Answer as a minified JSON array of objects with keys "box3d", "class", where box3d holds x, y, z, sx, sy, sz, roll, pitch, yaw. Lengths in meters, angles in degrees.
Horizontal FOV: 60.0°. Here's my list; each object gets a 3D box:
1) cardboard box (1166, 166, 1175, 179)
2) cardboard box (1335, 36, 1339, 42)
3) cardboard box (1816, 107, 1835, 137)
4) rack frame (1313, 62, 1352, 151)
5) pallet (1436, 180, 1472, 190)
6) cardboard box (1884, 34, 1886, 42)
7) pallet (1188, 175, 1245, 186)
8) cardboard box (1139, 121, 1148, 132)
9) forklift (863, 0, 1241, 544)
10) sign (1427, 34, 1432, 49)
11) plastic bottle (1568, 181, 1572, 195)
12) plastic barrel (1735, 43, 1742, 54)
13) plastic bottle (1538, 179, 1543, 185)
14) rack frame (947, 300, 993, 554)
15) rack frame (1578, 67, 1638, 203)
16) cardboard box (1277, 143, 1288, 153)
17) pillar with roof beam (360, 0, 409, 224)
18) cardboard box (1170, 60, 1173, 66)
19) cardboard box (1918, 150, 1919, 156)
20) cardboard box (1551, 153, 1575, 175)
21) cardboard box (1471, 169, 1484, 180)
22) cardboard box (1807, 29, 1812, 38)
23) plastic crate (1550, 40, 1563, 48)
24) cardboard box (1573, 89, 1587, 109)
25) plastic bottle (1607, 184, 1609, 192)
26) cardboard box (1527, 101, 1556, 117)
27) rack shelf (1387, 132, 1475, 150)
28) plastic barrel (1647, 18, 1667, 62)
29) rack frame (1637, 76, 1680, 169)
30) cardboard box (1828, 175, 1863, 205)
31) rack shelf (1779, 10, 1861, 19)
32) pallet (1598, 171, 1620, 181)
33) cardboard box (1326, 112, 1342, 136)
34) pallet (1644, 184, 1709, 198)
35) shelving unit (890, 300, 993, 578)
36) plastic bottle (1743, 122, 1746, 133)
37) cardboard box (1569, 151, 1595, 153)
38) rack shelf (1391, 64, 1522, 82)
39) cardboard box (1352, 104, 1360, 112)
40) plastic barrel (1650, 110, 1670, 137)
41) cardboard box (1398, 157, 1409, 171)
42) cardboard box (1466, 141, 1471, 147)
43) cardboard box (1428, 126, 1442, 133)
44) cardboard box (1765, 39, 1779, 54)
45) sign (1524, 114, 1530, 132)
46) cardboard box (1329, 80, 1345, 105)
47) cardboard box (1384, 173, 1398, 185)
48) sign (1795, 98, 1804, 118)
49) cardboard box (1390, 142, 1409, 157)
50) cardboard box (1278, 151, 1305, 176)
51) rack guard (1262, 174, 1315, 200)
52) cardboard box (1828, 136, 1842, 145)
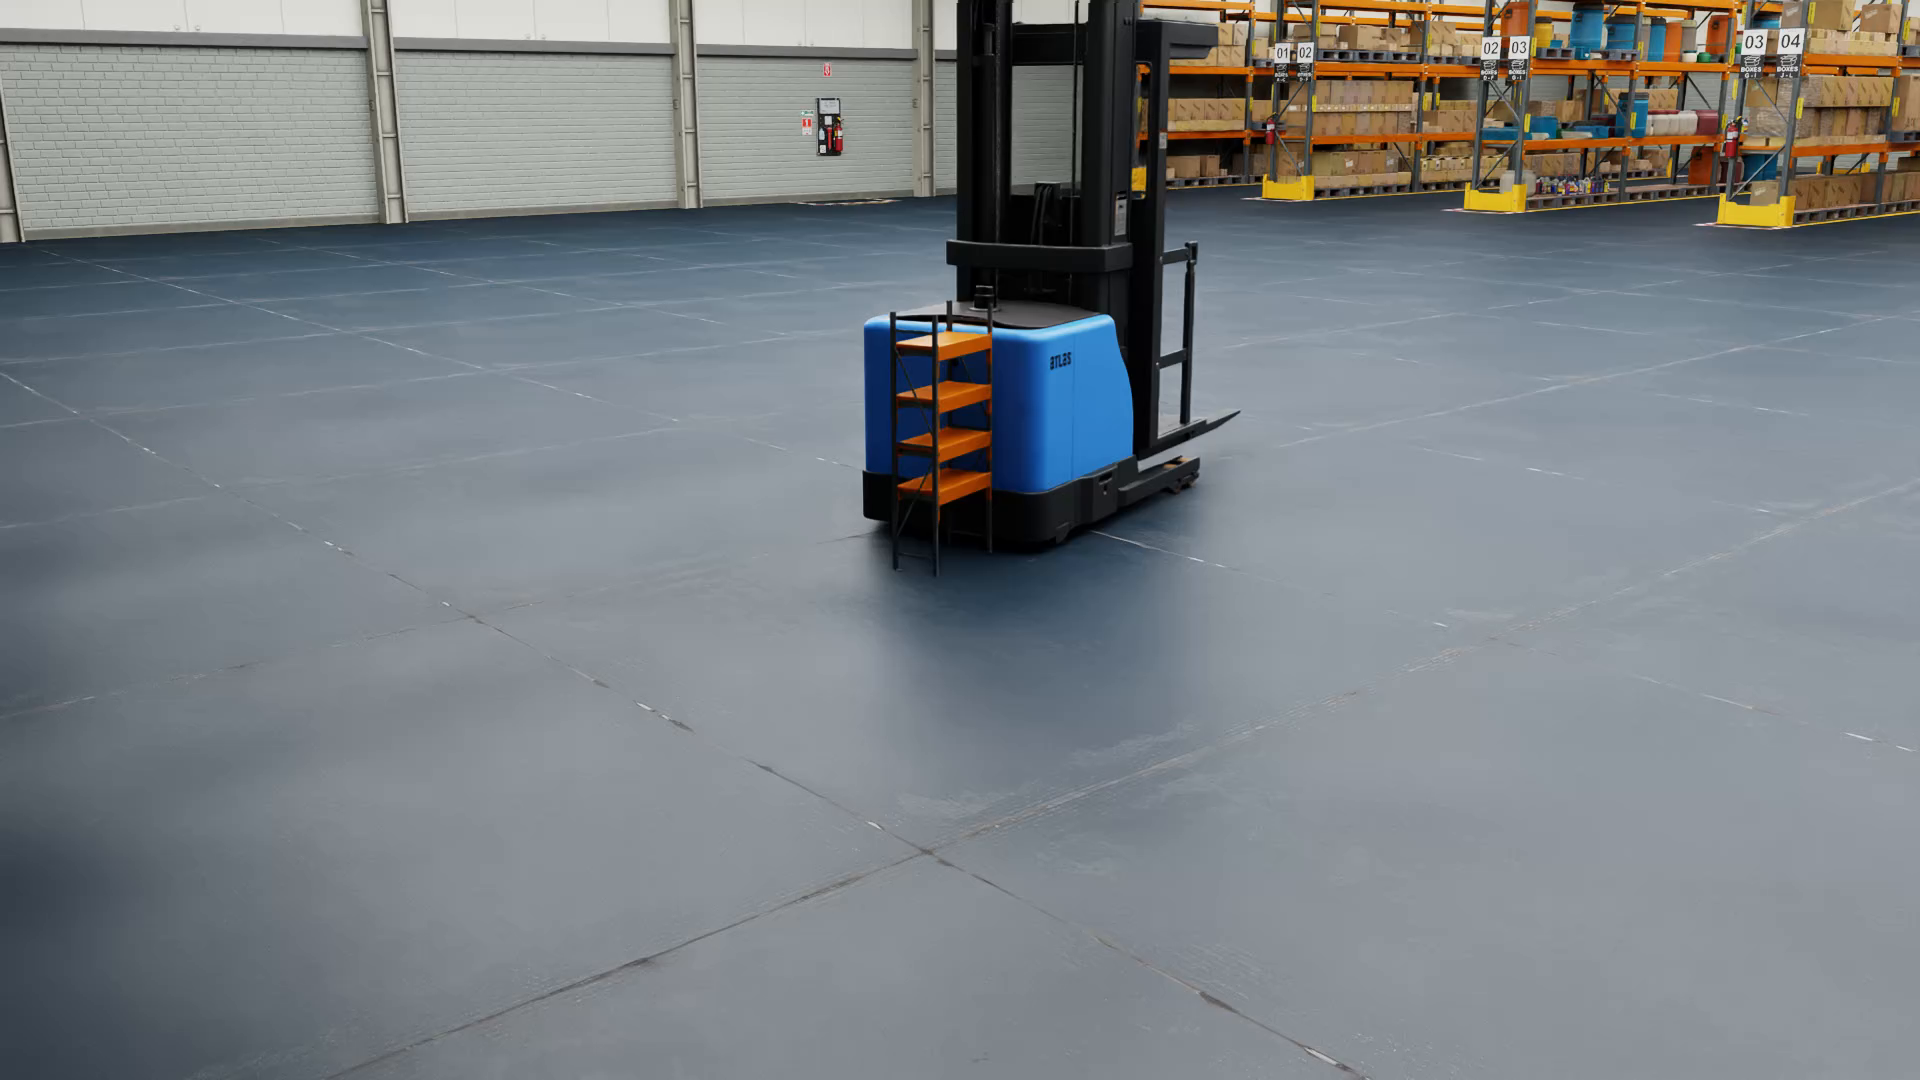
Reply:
[{"box3d":[4.793,-8.839,39.886,0.500,0.311,0.500,-11,18,-35],"class":"cardboard box"},{"box3d":[8.152,-10.783,36.080,0.500,0.311,0.500,-10,18,-33],"class":"cardboard box"},{"box3d":[14.673,-7.300,28.998,0.500,0.500,0.875,-13,19,-39],"class":"cardboard box"},{"box3d":[9.817,-11.084,43.935,0.127,3.000,1.000,-13,19,-39],"class":"rack frame"},{"box3d":[11.505,-8.436,39.423,1.213,0.211,1.003,-13,19,-39],"class":"pallet"},{"box3d":[16.237,-8.944,29.629,0.250,0.149,0.380,-12,19,-39],"class":"cardboard box"},{"box3d":[6.316,-8.939,41.306,1.213,0.211,1.003,-13,19,-39],"class":"pallet"},{"box3d":[4.358,-9.687,38.956,0.500,0.250,0.500,-13,20,-41],"class":"cardboard box"},{"box3d":[0.699,-1.728,9.041,1.130,2.935,3.031,9,17,30],"class":"forklift"},{"box3d":[10.419,-11.072,36.922,0.005,0.325,0.100,-13,19,-39],"class":"sign"},{"box3d":[12.116,-6.999,33.076,0.097,0.271,0.097,0,15,0],"class":"plastic bottle"},{"box3d":[17.271,-10.867,36.797,0.294,0.245,0.294,0,15,0],"class":"plastic barrel"},{"box3d":[11.696,-7.154,33.647,0.135,0.276,0.152,-13,20,-41],"class":"plastic bottle"},{"box3d":[0.045,-0.531,7.912,0.240,1.200,0.015,9,17,30],"class":"rack frame"},{"box3d":[13.303,-8.478,34.177,0.127,3.000,1.000,-13,19,-39],"class":"rack frame"},{"box3d":[8.064,-10.066,42.660,0.500,0.250,0.500,-13,20,-41],"class":"cardboard box"},{"box3d":[-7.011,-9.027,24.608,0.400,9.000,9.100,-13,19,-39],"class":"pillar with roof beam"},{"box3d":[4.627,-11.328,38.803,0.500,0.500,0.500,-11,19,-36],"class":"cardboard box"},{"box3d":[20.106,-7.481,33.747,0.875,0.875,1.225,-14,20,-42],"class":"cardboard box"},{"box3d":[15.148,-9.497,41.982,0.500,0.500,0.500,-12,19,-39],"class":"cardboard box"},{"box3d":[12.067,-8.686,39.470,0.500,0.250,0.500,-12,19,-38],"class":"cardboard box"},{"box3d":[13.896,-8.407,27.618,0.250,0.149,0.380,-13,20,-40],"class":"cardboard box"},{"box3d":[11.526,-9.624,32.684,0.575,0.384,0.392,-13,19,-39],"class":"plastic crate"},{"box3d":[16.301,-11.466,43.231,0.500,0.500,0.500,-13,19,-39],"class":"cardboard box"},{"box3d":[13.234,-7.217,34.024,0.097,0.201,0.097,0,15,0],"class":"plastic bottle"},{"box3d":[14.288,-10.618,41.182,0.500,0.500,0.700,-9,17,-29],"class":"cardboard box"},{"box3d":[11.563,-9.434,39.151,4.000,0.370,1.077,-13,19,-39],"class":"rack shelf"},{"box3d":[14.531,-10.519,35.036,0.708,0.901,0.600,-13,19,-39],"class":"plastic barrel"},{"box3d":[19.107,-11.476,45.400,0.127,3.000,1.000,-13,19,-39],"class":"rack frame"},{"box3d":[16.226,-6.449,30.611,0.500,0.500,0.500,-13,20,-41],"class":"cardboard box"},{"box3d":[20.847,-12.530,39.890,4.000,0.370,1.077,-13,19,-39],"class":"rack shelf"},{"box3d":[16.608,-9.567,43.658,1.213,0.211,1.003,-13,19,-39],"class":"pallet"},{"box3d":[7.790,-8.980,35.863,0.500,0.500,0.700,-12,19,-38],"class":"cardboard box"},{"box3d":[15.710,-7.685,36.611,1.213,0.211,1.003,-13,19,-39],"class":"pallet"},{"box3d":[-0.080,-0.477,7.710,0.258,1.200,0.503,9,17,30],"class":"shelving unit"},{"box3d":[17.588,-9.258,37.348,0.097,0.271,0.097,0,15,0],"class":"plastic bottle"},{"box3d":[16.333,-9.955,43.697,0.500,0.500,0.500,-13,19,-39],"class":"cardboard box"},{"box3d":[11.563,-10.883,38.764,4.000,0.370,1.077,-13,19,-39],"class":"rack shelf"},{"box3d":[8.444,-9.370,36.067,0.250,0.149,0.380,-13,20,-40],"class":"cardboard box"},{"box3d":[14.722,-8.787,35.072,0.433,0.535,0.433,0,15,0],"class":"plastic barrel"},{"box3d":[10.171,-8.713,38.484,0.500,0.311,0.500,-13,19,-39],"class":"cardboard box"},{"box3d":[14.590,-11.499,48.259,0.250,0.149,0.380,-12,19,-39],"class":"cardboard box"},{"box3d":[10.857,-9.432,38.235,0.250,0.149,0.380,-13,19,-39],"class":"cardboard box"},{"box3d":[13.733,-8.344,28.154,0.500,0.250,0.500,-12,19,-38],"class":"cardboard box"},{"box3d":[10.643,-7.826,31.201,0.005,0.325,0.100,-13,19,-39],"class":"sign"},{"box3d":[7.830,-9.616,35.730,0.500,0.500,0.700,-13,20,-41],"class":"cardboard box"},{"box3d":[9.464,-8.114,37.327,0.500,0.250,0.500,-13,19,-39],"class":"cardboard box"},{"box3d":[13.893,-7.149,27.524,0.005,0.325,0.100,-13,19,-39],"class":"sign"},{"box3d":[11.761,-10.640,45.622,0.750,0.750,0.750,-12,19,-38],"class":"cardboard box"},{"box3d":[7.246,-8.151,36.014,0.500,0.500,0.500,-13,19,-39],"class":"cardboard box"},{"box3d":[7.018,-7.554,35.560,0.348,0.500,1.175,-13,19,-39],"class":"rack guard"},{"box3d":[15.103,-6.952,28.951,0.250,0.149,0.380,-13,19,-39],"class":"cardboard box"}]
